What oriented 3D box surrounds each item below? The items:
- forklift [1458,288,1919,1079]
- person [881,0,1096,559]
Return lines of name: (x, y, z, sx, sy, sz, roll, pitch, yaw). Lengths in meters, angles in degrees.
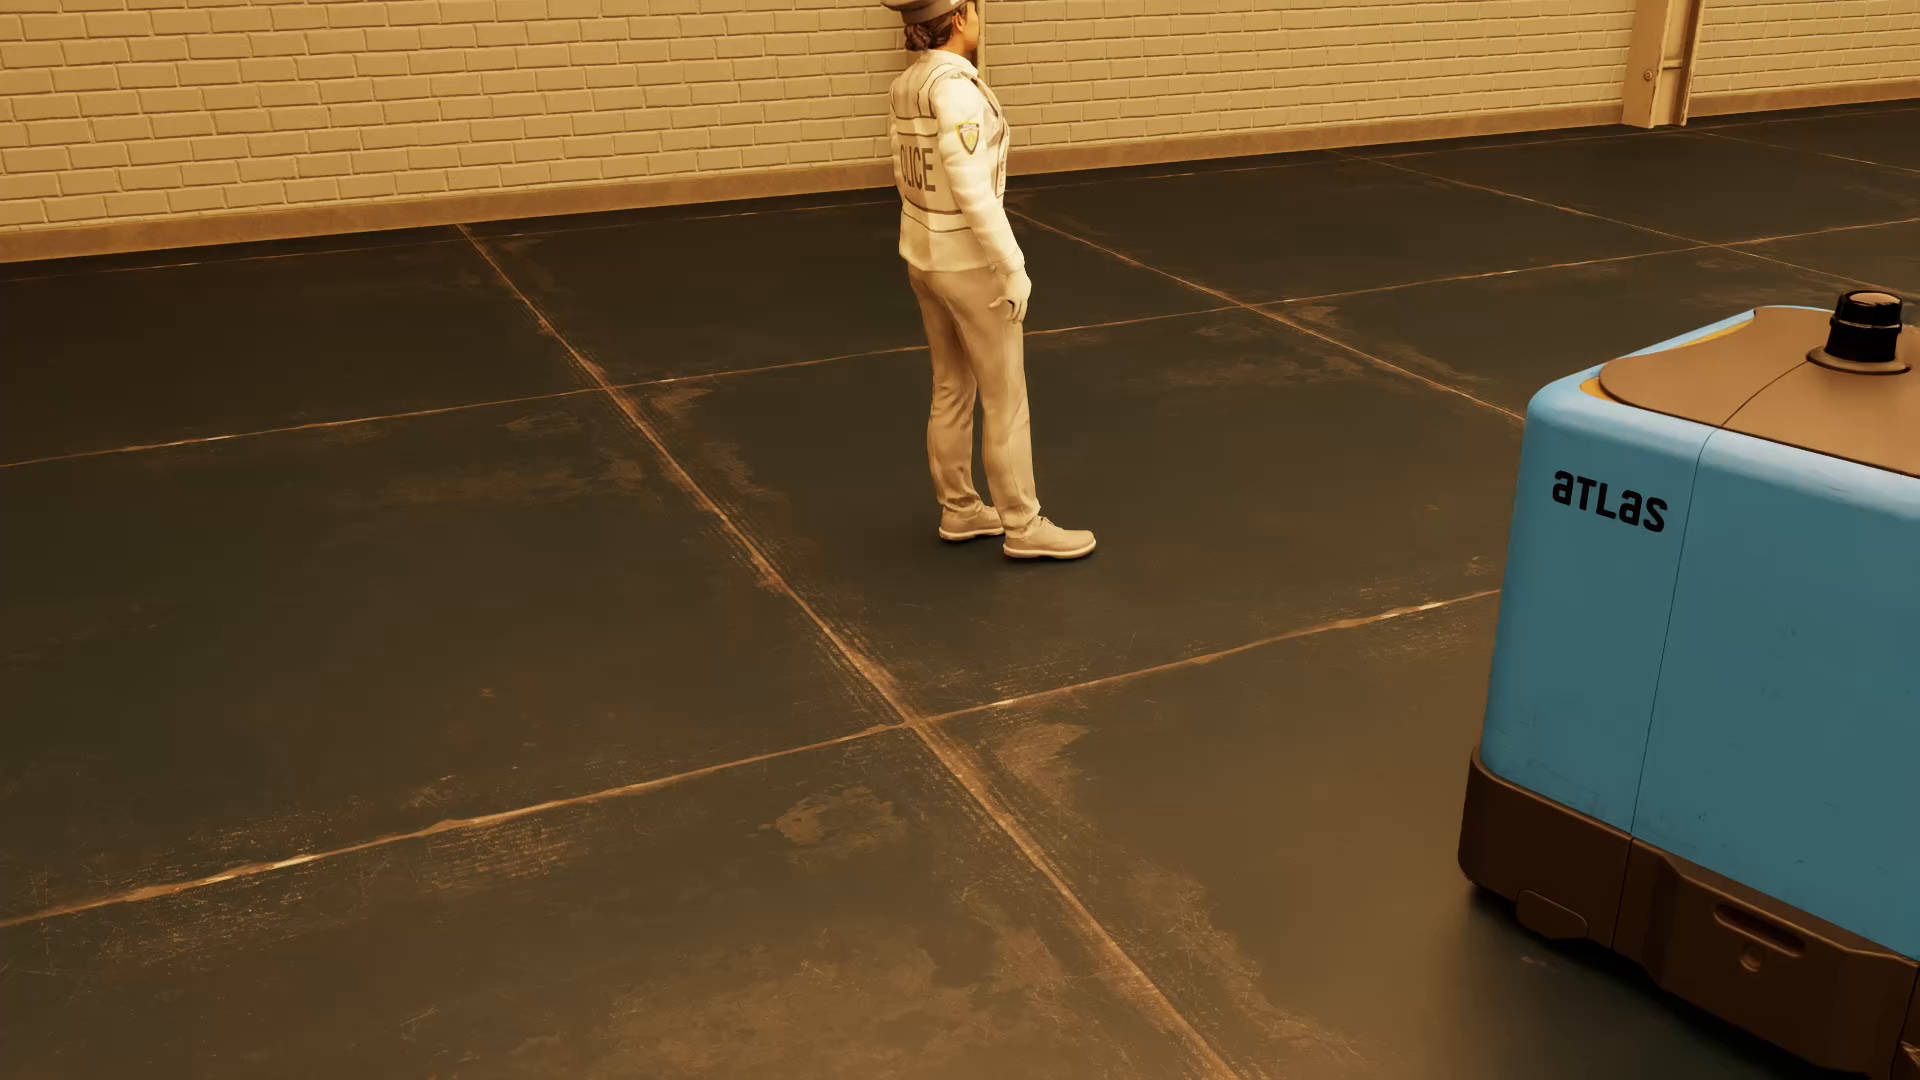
forklift: (2.350, -0.330, 2.080, 1.130, 2.935, 3.031, -19, 29, -37)
person: (0.065, -0.798, 4.800, 0.531, 1.695, 0.587, -10, 25, -23)
